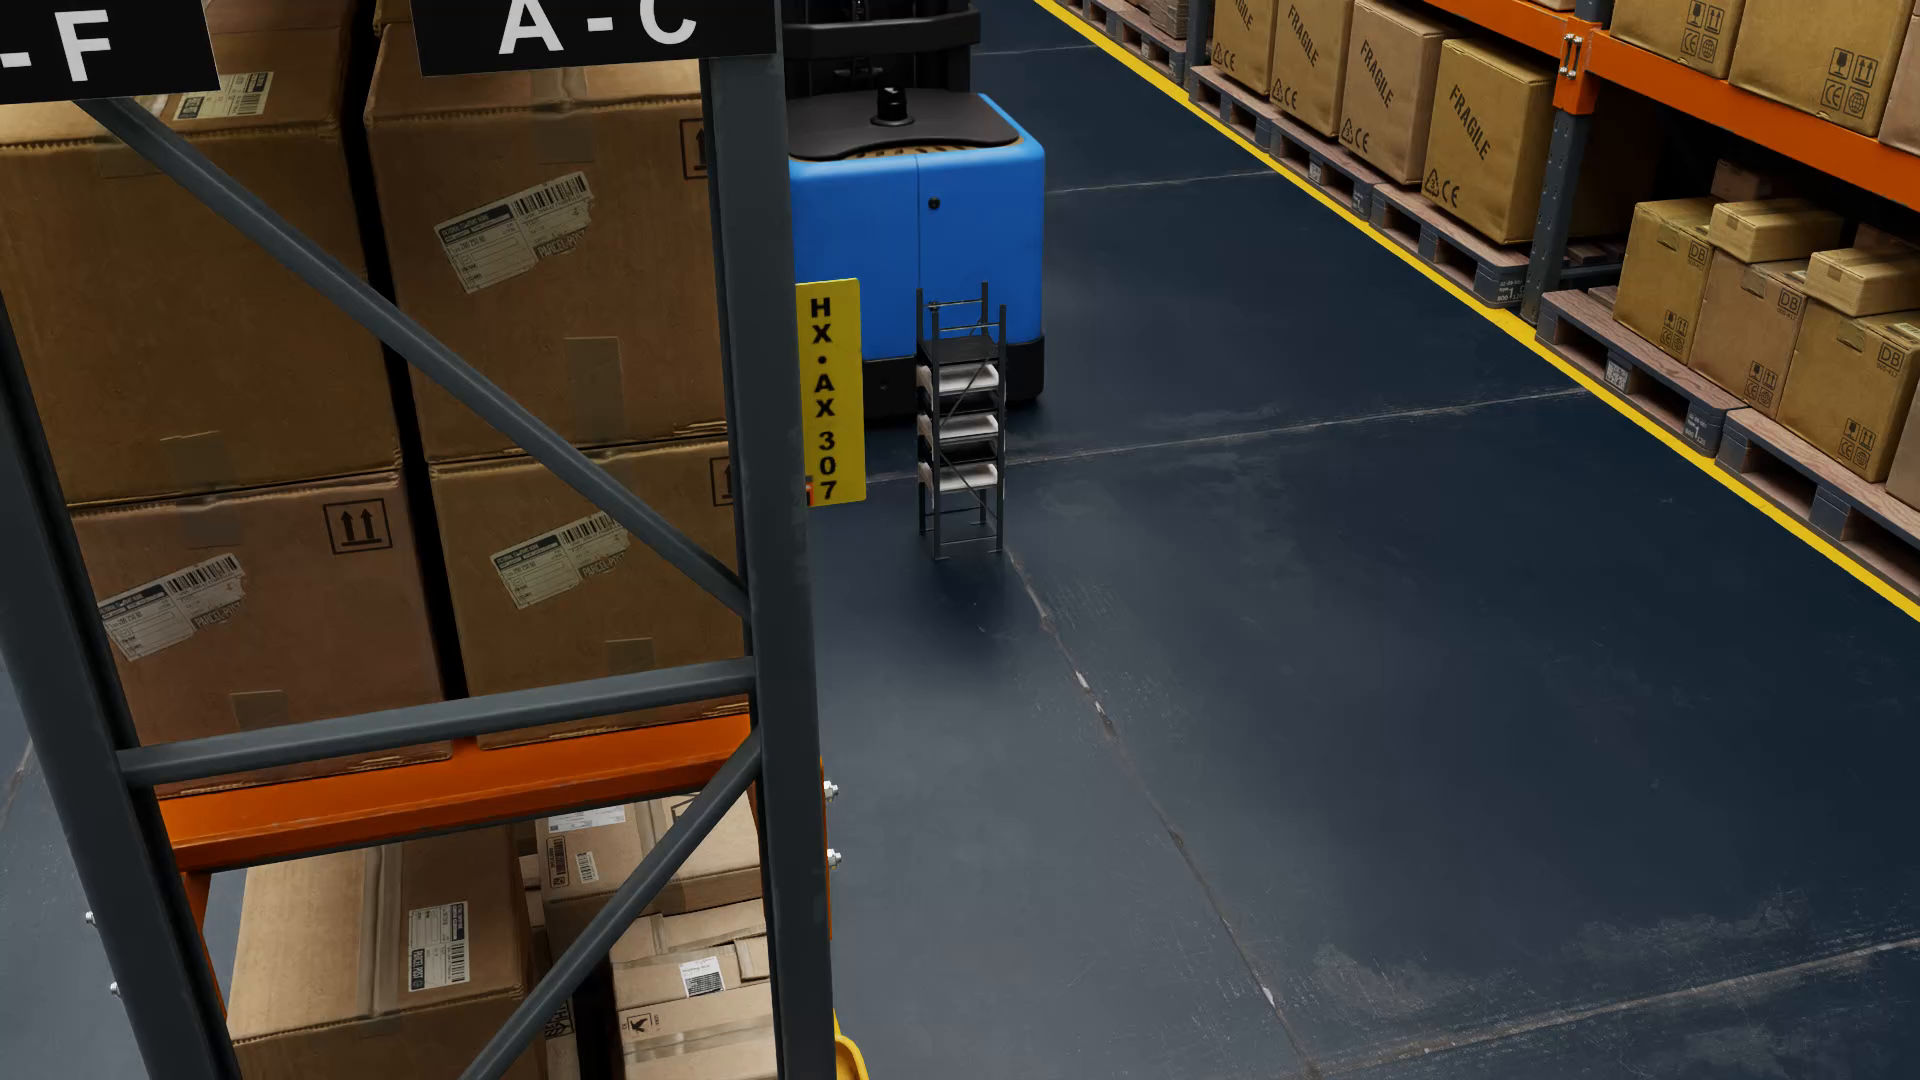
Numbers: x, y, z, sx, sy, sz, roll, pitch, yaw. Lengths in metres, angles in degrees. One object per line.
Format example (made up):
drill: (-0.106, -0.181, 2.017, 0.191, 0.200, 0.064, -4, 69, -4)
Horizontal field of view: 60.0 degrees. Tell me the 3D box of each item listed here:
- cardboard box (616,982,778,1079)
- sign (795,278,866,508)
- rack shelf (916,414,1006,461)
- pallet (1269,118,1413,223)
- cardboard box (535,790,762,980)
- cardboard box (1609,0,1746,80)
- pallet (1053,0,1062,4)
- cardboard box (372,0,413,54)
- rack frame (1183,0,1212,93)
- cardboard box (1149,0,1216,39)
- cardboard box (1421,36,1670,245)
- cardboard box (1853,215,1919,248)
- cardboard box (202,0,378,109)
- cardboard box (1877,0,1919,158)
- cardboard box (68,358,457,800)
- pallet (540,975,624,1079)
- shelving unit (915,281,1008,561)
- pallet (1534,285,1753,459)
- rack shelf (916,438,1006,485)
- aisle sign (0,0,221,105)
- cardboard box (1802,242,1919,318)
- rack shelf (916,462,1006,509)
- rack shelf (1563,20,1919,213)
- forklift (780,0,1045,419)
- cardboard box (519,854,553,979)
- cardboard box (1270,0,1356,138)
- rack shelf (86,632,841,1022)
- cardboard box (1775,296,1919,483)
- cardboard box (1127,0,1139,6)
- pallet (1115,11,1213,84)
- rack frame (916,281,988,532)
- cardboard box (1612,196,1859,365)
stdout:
cardboard box: (-0.482, 1.051, 3.346, 0.380, 0.149, 0.250, -8, 31, -13)
sign: (-0.179, -0.191, 2.222, 0.100, 0.325, 0.005, -8, 31, -13)
rack shelf: (0.002, -0.357, 5.534, 0.258, 0.077, 0.200, -8, 31, -13)
pallet: (2.406, -2.083, 9.138, 1.003, 0.211, 1.213, -8, 31, -13)
cardboard box: (-0.706, 0.714, 3.828, 0.500, 0.250, 0.500, -8, 31, -13)
cardboard box: (3.139, -2.202, 6.261, 0.980, 0.700, 0.700, -7, 31, -13)
pallet: (1.096, -4.618, 13.517, 1.003, 0.211, 1.213, -8, 31, -13)
cardboard box: (-0.712, -0.721, 2.904, 0.500, 0.500, 0.500, -8, 31, -13)
rack frame: (1.949, -4.268, 10.130, 1.000, 3.000, 0.127, -8, 31, -13)
cardboard box: (1.708, -3.718, 11.235, 0.700, 0.500, 0.500, -7, 31, -13)
cardboard box: (2.713, -1.885, 7.738, 0.750, 0.750, 0.750, -7, 31, -13)
cardboard box: (3.476, -1.057, 6.011, 0.380, 0.149, 0.250, -9, 31, -15)
cardboard box: (-1.220, -0.643, 2.768, 0.500, 0.500, 0.500, -7, 31, -12)
cardboard box: (3.530, -1.499, 5.046, 0.980, 0.700, 0.700, -9, 31, -16)
cardboard box: (-1.084, 0.032, 2.600, 0.500, 0.500, 0.500, -7, 31, -12)
pallet: (-0.935, 1.041, 3.741, 1.003, 0.211, 1.213, -8, 31, -13)
shelving unit: (0.002, -0.386, 5.518, 0.258, 0.900, 0.210, -8, 31, -13)
pallet: (3.137, -0.752, 6.839, 1.003, 0.211, 1.213, -8, 31, -13)
rack shelf: (0.002, -0.279, 5.580, 0.258, 0.077, 0.200, -8, 31, -13)
aisle sign: (-0.980, -0.796, 1.535, 0.394, 0.787, 0.004, -8, 31, -13)
cardboard box: (3.164, -0.901, 5.740, 0.380, 0.149, 0.250, -9, 31, -15)
rack shelf: (0.002, -0.201, 5.625, 0.258, 0.077, 0.200, -8, 31, -13)
rack shelf: (3.542, -1.059, 5.304, 1.077, 0.370, 4.000, -8, 31, -13)
forklift: (-0.560, -2.433, 7.027, 1.130, 2.935, 3.031, -8, 31, -14)
cardboard box: (-1.105, 0.854, 3.669, 0.380, 0.166, 0.250, -8, 31, -13)
cardboard box: (2.244, -2.723, 9.187, 0.750, 0.750, 0.750, -8, 31, -14)
rack shelf: (-1.233, -0.399, 4.163, 1.077, 0.370, 4.000, -8, 31, -13)
cardboard box: (3.375, -0.570, 5.817, 0.700, 0.500, 0.500, -7, 31, -12)
cardboard box: (1.524, -4.218, 12.100, 0.700, 0.500, 0.500, -8, 31, -14)
pallet: (1.743, -3.439, 11.481, 1.003, 0.211, 1.213, -8, 31, -13)
rack frame: (-0.025, -0.435, 5.603, 0.240, 0.900, 0.006, -8, 31, -13)
cardboard box: (3.111, -1.062, 6.666, 0.700, 0.500, 0.500, -7, 31, -13)
